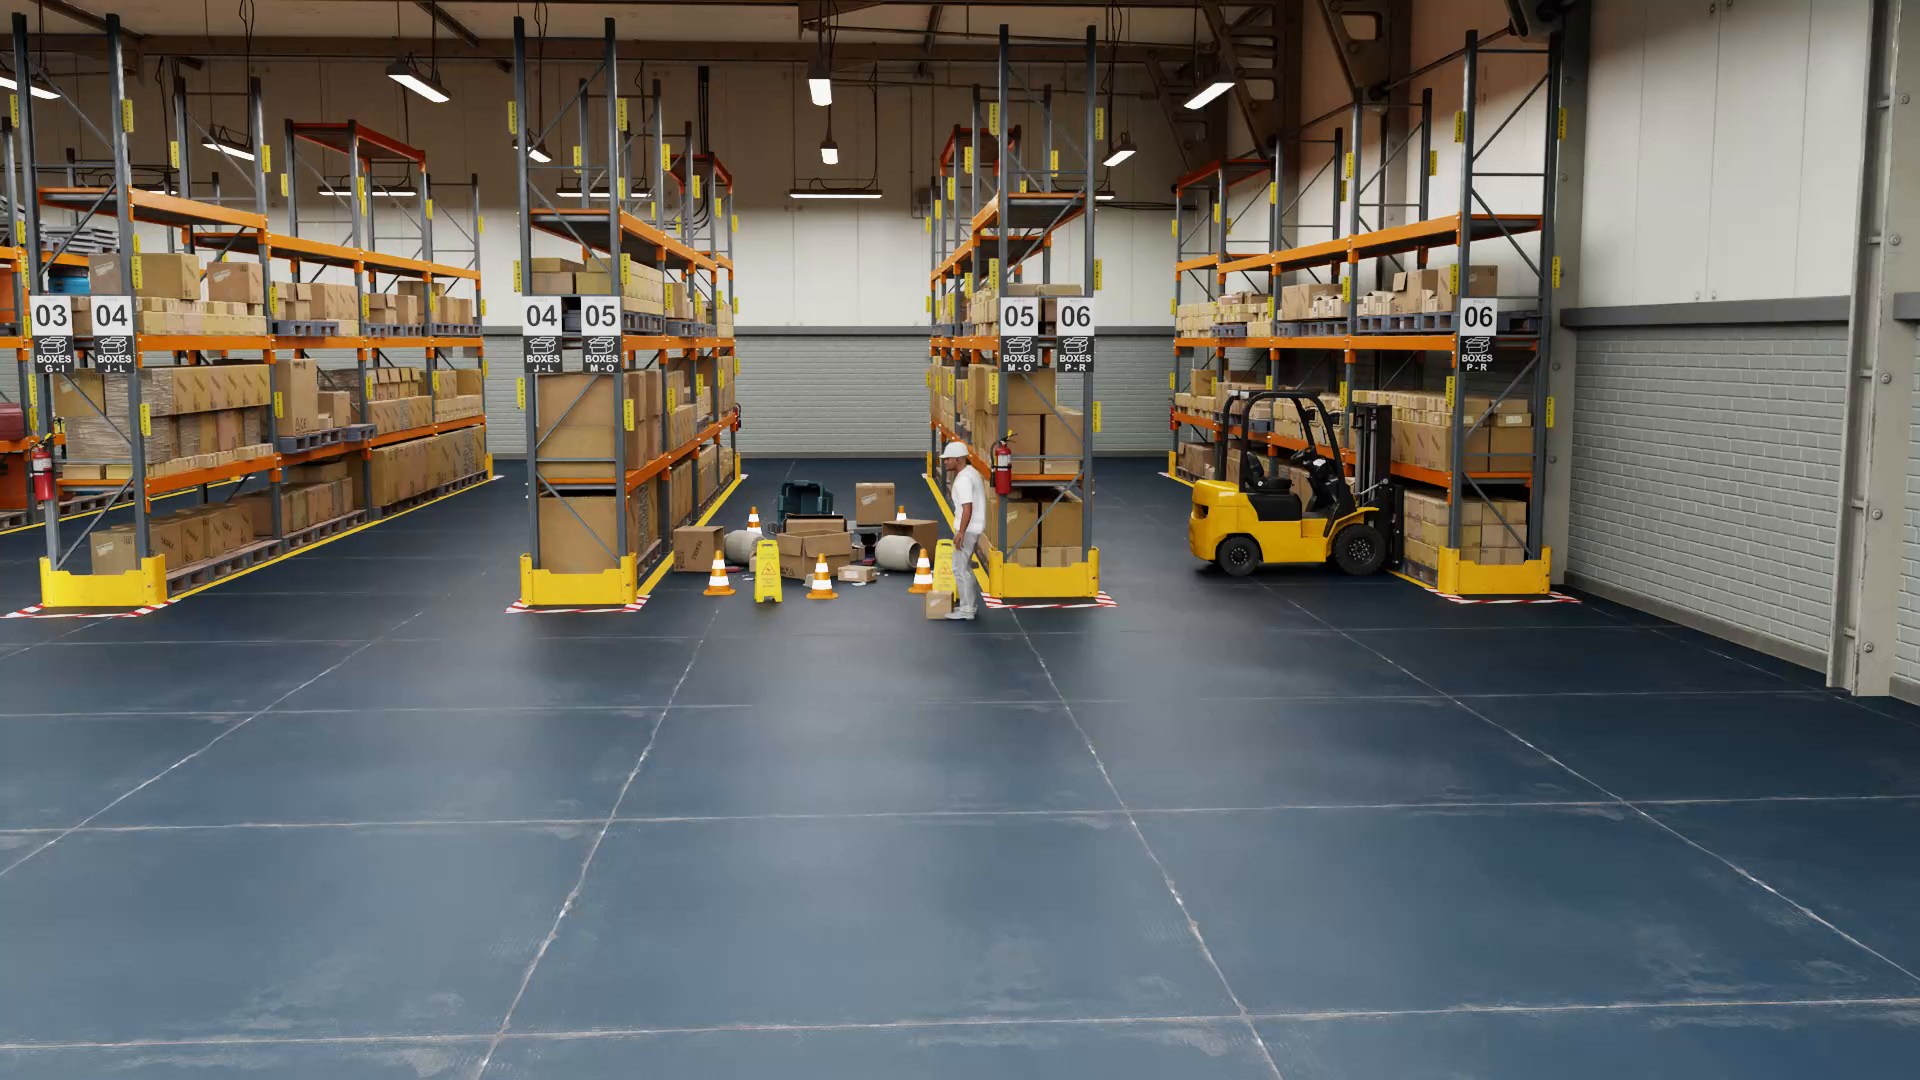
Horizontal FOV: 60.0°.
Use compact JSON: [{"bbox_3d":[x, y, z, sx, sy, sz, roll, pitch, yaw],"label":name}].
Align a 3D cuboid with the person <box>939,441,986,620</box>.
[{"bbox_3d":[0.028,-0.100,16.506,0.460,1.759,0.629,1,7,5],"label":"person"}]
